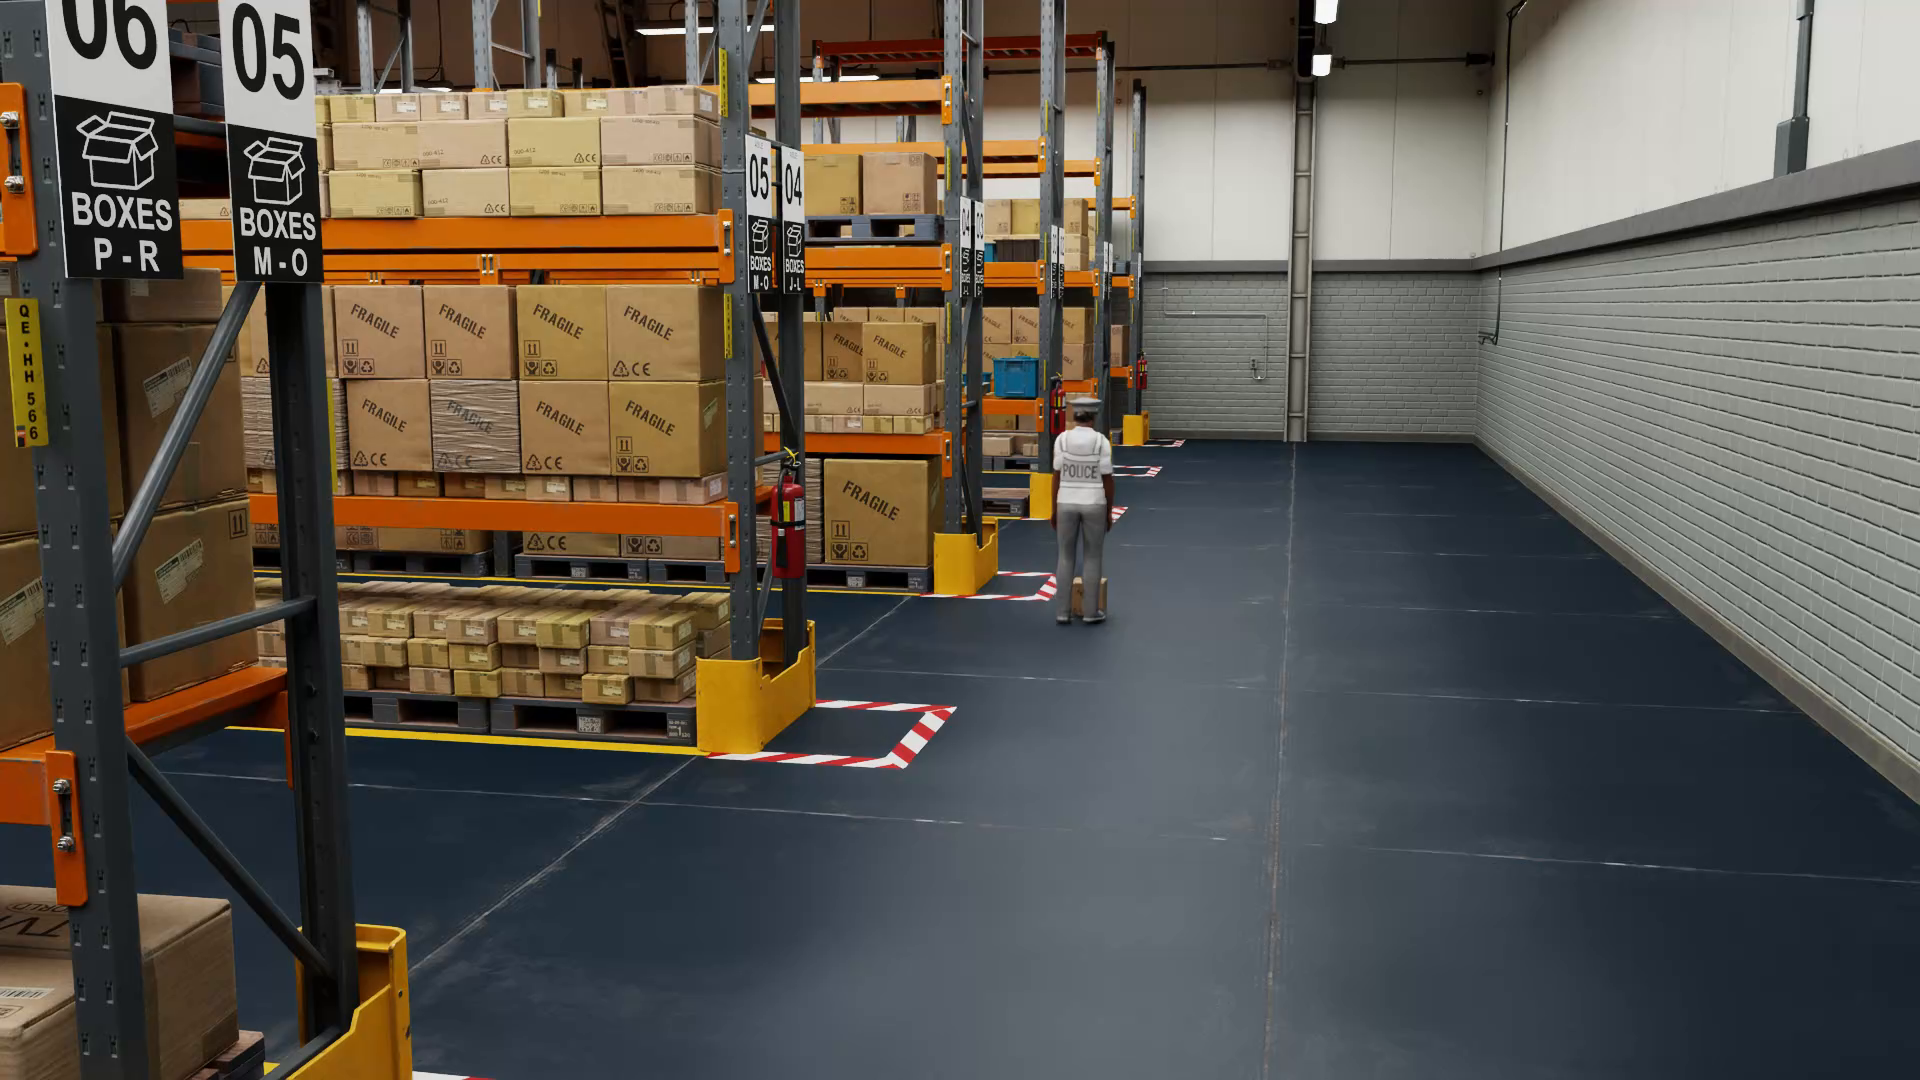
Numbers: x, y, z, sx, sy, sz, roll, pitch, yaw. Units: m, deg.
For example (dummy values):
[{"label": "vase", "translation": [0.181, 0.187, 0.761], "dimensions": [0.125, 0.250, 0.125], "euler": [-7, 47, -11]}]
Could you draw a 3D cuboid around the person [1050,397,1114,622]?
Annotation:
[{"label": "person", "translation": [0.902, -0.209, 12.221], "dimensions": [0.469, 1.679, 0.400], "euler": [2, 8, 11]}]
